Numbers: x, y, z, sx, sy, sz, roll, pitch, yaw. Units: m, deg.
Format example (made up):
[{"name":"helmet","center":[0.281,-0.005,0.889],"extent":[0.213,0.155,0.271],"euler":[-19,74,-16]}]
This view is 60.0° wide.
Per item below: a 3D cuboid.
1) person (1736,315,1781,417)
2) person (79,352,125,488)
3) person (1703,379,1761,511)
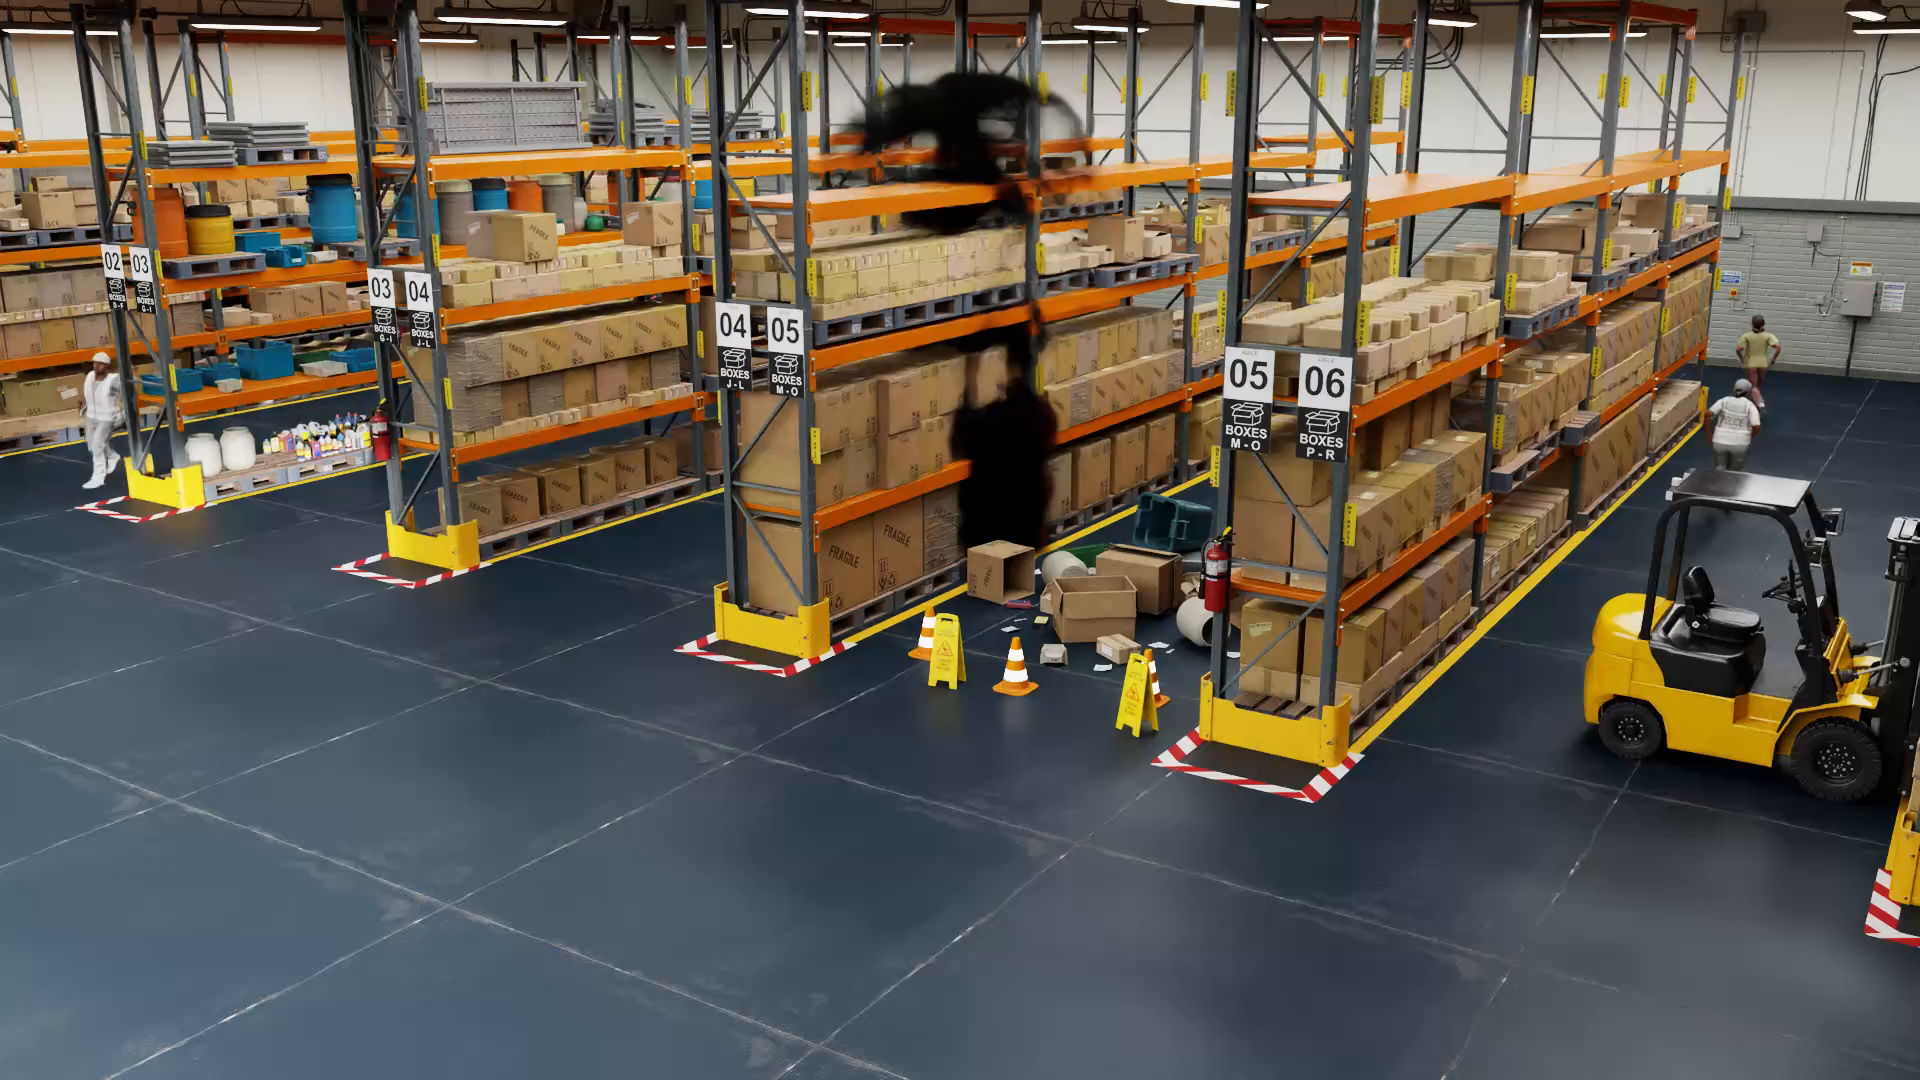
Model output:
[{"name":"person","center":[12.324,-2.663,25.777],"extent":[0.616,1.651,0.722],"euler":[3,16,11]},{"name":"person","center":[-11.098,-1.585,21.680],"extent":[0.744,1.742,0.777],"euler":[4,16,13]},{"name":"person","center":[9.487,-1.175,20.473],"extent":[0.628,1.636,0.610],"euler":[12,20,37]}]
